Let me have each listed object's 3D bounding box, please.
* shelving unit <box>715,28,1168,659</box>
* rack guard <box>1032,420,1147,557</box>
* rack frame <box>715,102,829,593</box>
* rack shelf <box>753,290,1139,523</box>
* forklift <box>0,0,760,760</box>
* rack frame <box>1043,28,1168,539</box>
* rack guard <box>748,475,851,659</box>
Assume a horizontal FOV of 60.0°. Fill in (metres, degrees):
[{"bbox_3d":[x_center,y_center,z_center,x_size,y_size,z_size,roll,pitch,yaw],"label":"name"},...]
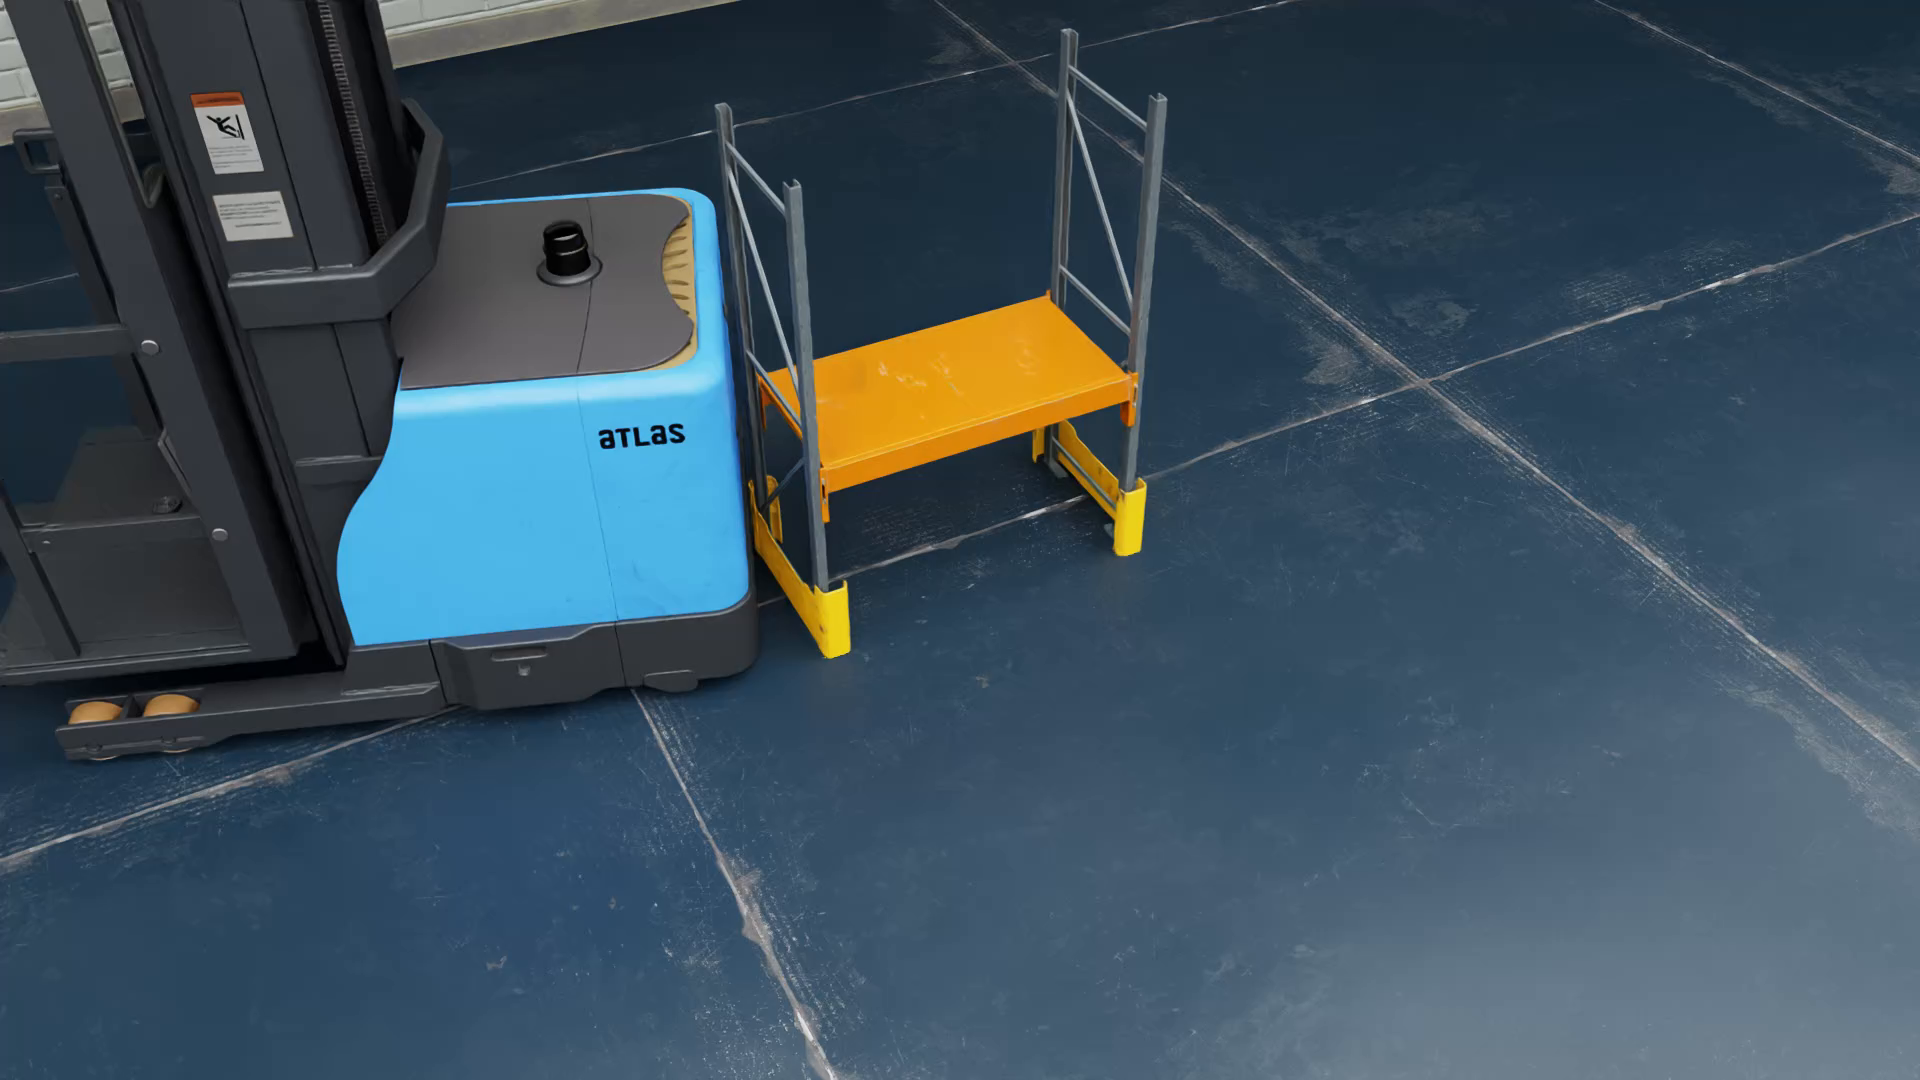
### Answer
[{"bbox_3d":[-0.039,-0.550,4.739,1.083,1.500,0.587,-18,44,-20],"label":"shelving unit"},{"bbox_3d":[0.405,-0.220,5.316,0.087,0.250,0.587,-18,44,-20],"label":"rack guard"},{"bbox_3d":[-0.499,-0.398,4.559,0.032,1.500,0.500,-18,44,-20],"label":"rack frame"},{"bbox_3d":[-0.047,-0.410,4.852,1.000,0.185,0.538,-18,44,-20],"label":"rack shelf"},{"bbox_3d":[-2.133,-0.883,4.025,3.031,2.935,1.130,-5,41,-6],"label":"forklift"},{"bbox_3d":[0.406,-0.697,4.913,0.032,1.500,0.500,-18,44,-20],"label":"rack frame"},{"bbox_3d":[-0.482,0.073,4.970,0.087,0.250,0.587,-18,44,-20],"label":"rack guard"}]
